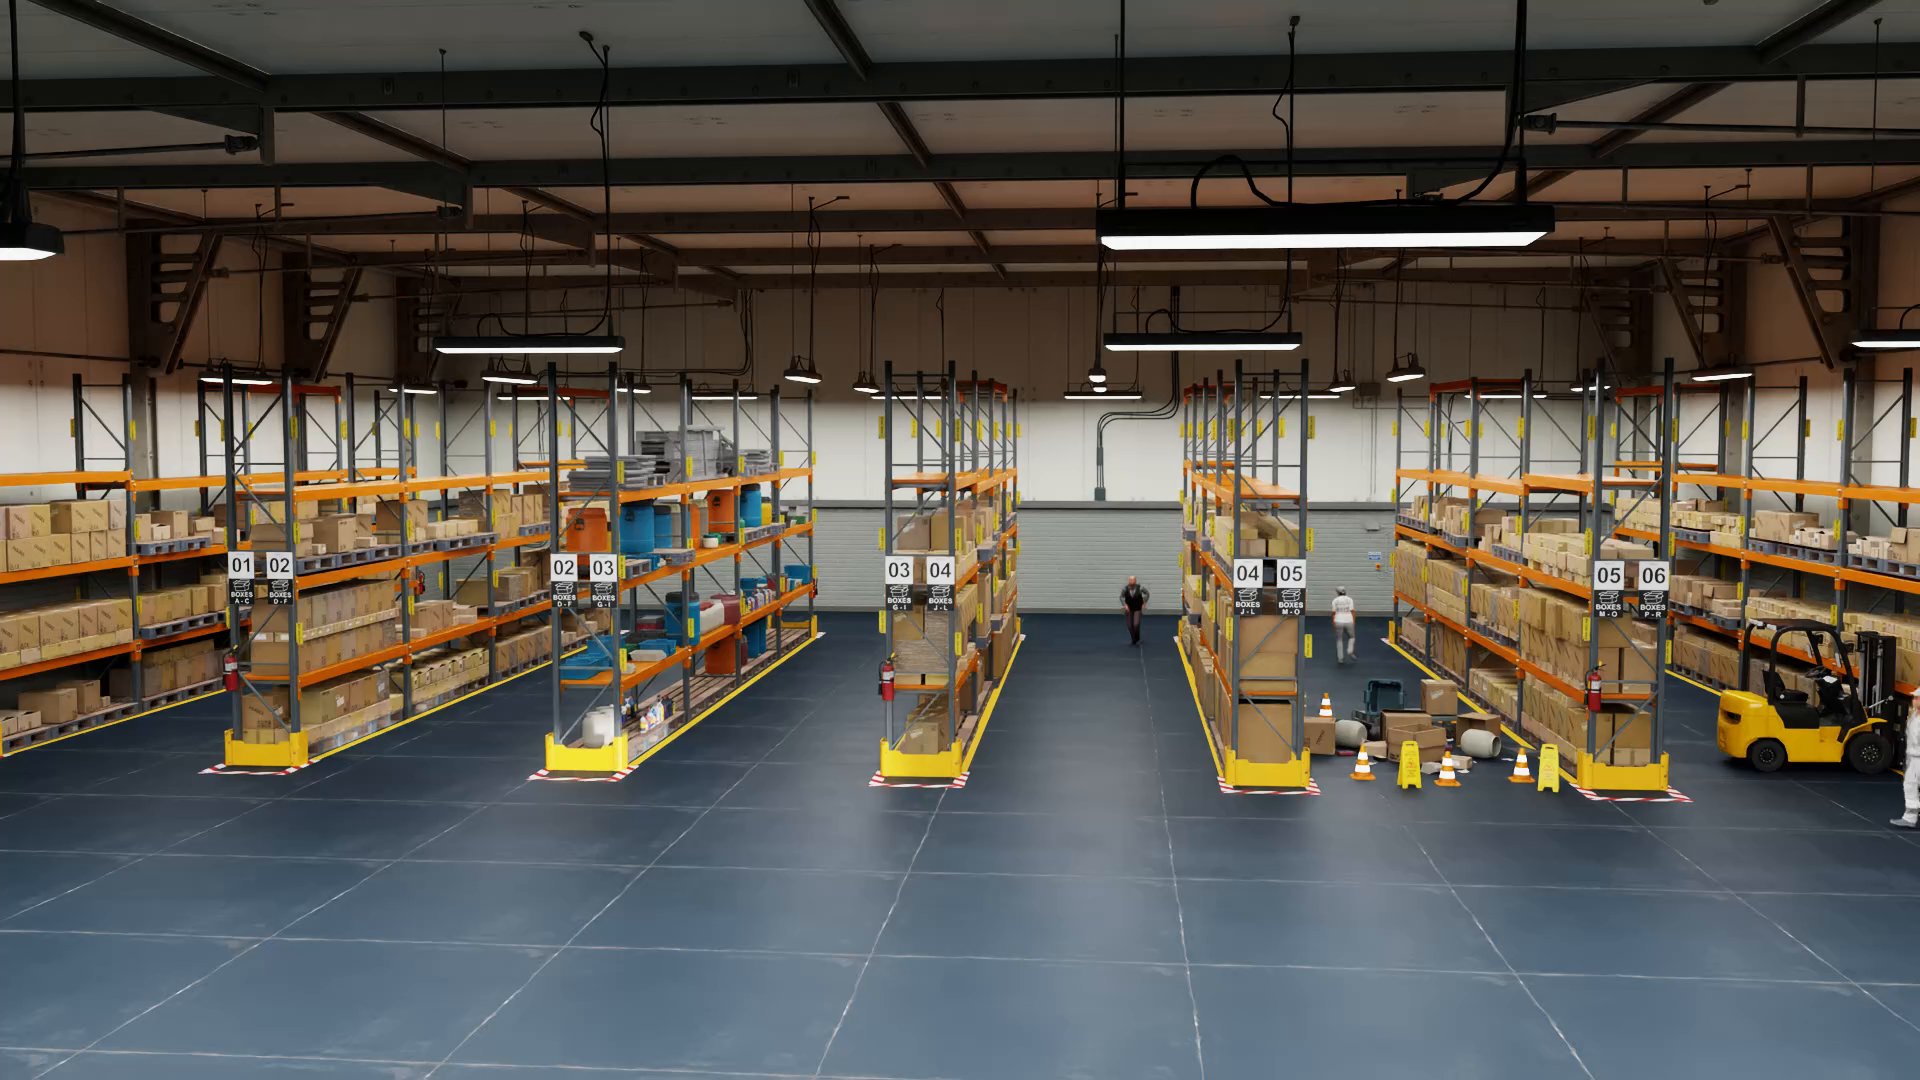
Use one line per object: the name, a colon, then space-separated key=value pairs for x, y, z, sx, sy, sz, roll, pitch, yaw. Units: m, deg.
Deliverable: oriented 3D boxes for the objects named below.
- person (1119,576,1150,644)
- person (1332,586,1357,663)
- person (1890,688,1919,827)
person: x=4.081 y=1.632 z=38.878 sx=0.688 sy=1.631 sz=0.719 roll=1 pitch=4 yaw=15
person: x=8.272 y=1.820 z=35.788 sx=0.541 sy=1.658 sz=0.504 roll=0 pitch=4 yaw=7
person: x=12.161 y=2.731 z=20.943 sx=0.824 sy=1.771 sz=0.551 roll=1 pitch=4 yaw=9
